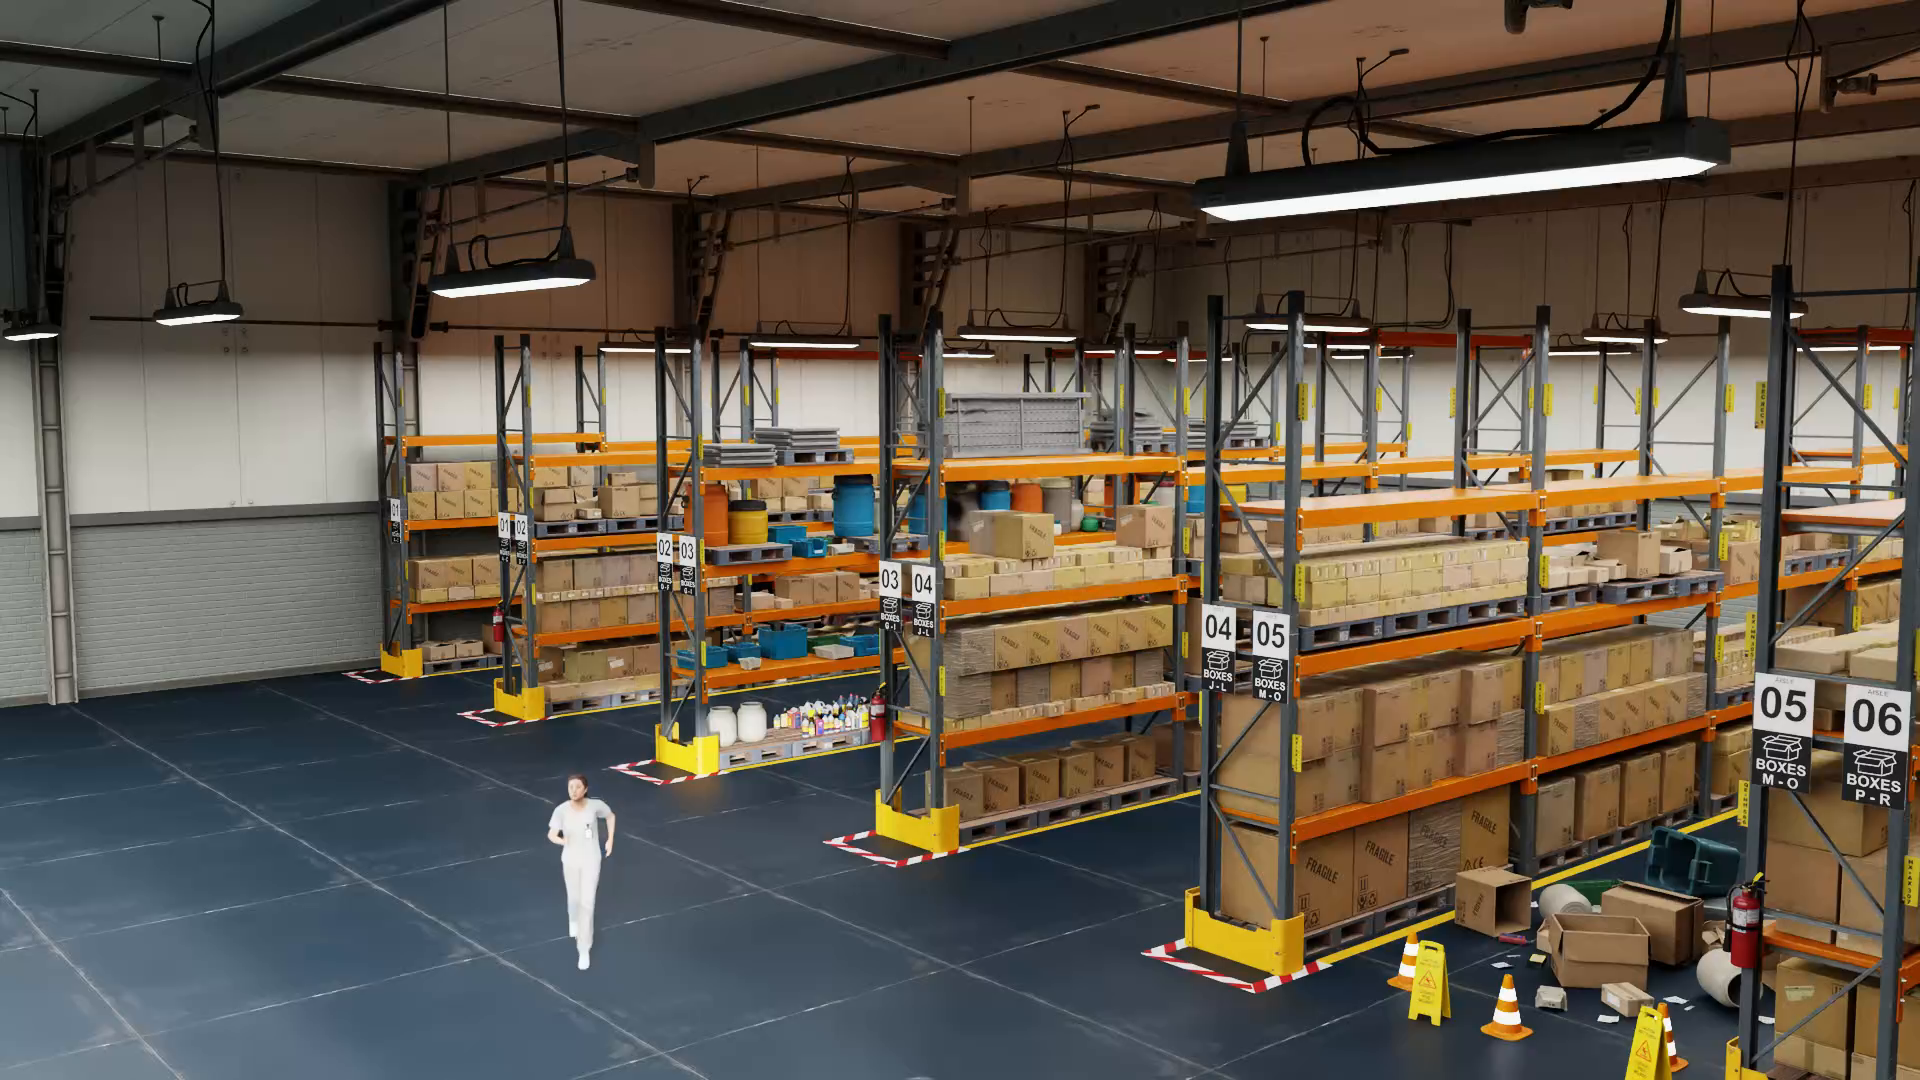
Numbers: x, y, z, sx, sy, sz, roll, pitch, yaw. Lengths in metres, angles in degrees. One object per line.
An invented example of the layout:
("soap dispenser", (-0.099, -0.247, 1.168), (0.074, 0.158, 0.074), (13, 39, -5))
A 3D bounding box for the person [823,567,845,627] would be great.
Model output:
("person", (-2.431, 1.356, 32.424), (0.927, 1.655, 0.574), (-5, 7, -44))

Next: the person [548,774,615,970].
("person", (-3.448, 2.949, 15.197), (0.575, 1.695, 0.955), (0, 5, -5))
